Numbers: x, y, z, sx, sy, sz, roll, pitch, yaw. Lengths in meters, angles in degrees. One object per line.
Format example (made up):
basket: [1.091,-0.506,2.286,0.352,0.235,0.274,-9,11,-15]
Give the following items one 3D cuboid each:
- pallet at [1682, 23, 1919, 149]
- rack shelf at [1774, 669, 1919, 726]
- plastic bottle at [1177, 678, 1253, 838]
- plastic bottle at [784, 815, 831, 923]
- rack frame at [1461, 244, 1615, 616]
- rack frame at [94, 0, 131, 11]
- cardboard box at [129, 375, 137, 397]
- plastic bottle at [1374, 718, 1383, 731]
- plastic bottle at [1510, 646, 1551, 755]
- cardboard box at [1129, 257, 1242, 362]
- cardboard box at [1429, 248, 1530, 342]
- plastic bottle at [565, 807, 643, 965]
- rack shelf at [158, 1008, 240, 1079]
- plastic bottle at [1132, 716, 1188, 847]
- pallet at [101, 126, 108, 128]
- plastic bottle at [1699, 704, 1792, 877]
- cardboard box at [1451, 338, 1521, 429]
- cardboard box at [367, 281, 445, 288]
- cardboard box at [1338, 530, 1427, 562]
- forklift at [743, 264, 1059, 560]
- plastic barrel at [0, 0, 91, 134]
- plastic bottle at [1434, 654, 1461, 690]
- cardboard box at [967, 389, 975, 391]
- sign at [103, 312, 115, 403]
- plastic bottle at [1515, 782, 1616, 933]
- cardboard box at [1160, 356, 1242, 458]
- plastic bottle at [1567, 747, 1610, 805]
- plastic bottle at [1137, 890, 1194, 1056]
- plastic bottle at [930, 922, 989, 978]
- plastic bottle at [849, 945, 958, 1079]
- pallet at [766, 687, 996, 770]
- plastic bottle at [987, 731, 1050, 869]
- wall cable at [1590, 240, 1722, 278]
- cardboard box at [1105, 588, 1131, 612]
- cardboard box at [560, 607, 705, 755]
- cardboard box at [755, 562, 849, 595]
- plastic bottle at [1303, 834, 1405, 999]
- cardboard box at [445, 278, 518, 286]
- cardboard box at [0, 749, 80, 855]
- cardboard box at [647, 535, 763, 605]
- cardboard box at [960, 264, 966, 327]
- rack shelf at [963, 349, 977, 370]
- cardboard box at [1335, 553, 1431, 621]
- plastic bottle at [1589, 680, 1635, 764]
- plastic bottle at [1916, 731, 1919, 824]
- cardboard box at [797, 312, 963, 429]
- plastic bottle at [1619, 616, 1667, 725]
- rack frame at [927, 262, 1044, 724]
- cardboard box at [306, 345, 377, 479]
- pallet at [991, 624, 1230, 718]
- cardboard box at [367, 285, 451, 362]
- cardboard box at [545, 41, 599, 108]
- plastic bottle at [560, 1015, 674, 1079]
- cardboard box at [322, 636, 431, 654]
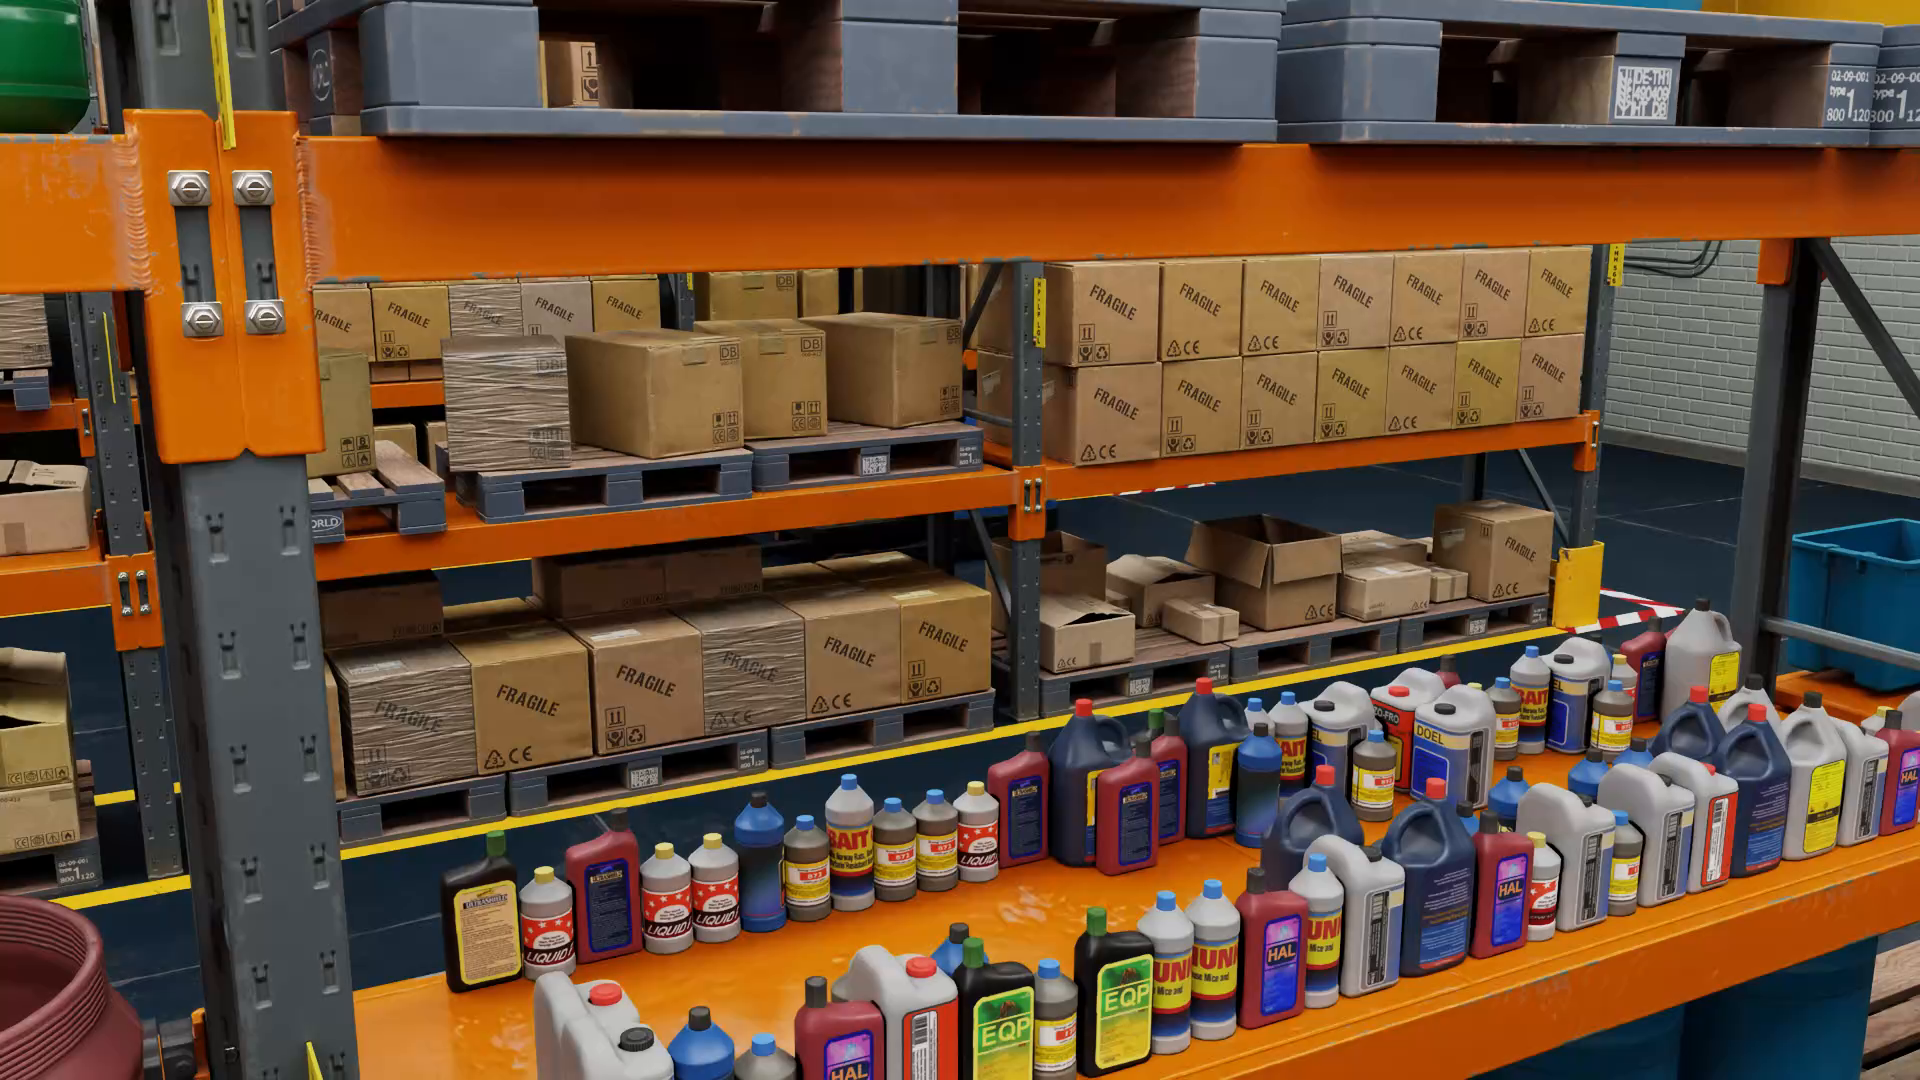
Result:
pallet: [1.842,-0.947,3.585,1.003,0.211,1.213,-7,14,-28]
rack shelf: [4.239,0.463,5.357,4.000,0.370,1.077,-7,14,-28]
plastic bottle: [0.565,0.480,3.755,0.185,0.351,0.144,-7,14,-28]
plastic bottle: [-0.308,0.652,3.332,0.097,0.201,0.097,0,13,0]
rack frame: [3.624,-1.053,10.456,0.127,3.000,1.000,-7,14,-28]
rack frame: [-1.028,-2.183,1.815,0.127,3.000,1.000,-7,14,-28]
cardboard box: [-5.375,-1.043,10.938,0.250,0.149,0.380,-7,14,-29]
plastic bottle: [0.967,0.499,4.011,0.097,0.201,0.097,0,13,0]
plastic bottle: [1.458,0.406,4.265,0.097,0.271,0.097,0,13,0]
cardboard box: [1.114,-1.219,8.687,0.500,0.500,0.500,-7,15,-30]
cardboard box: [2.922,-1.437,9.655,0.500,0.500,0.500,-6,14,-26]
plastic bottle: [-0.675,0.651,3.149,0.133,0.283,0.061,-7,14,-28]
rack shelf: [-2.783,1.305,1.618,4.000,0.370,1.077,-7,14,-28]
plastic bottle: [0.435,0.534,3.672,0.133,0.283,0.061,-7,14,-28]
pallet: [-5.235,-2.615,10.995,1.003,0.211,1.213,-6,14,-25]
plastic bottle: [1.671,0.526,3.552,0.185,0.351,0.144,-7,14,-28]
cardboard box: [2.908,-0.947,9.758,0.500,0.500,0.500,-7,14,-27]
cardboard box: [-3.899,-1.898,11.553,0.500,0.250,0.500,-7,15,-29]
cardboard box: [2.572,0.129,10.465,0.500,0.250,0.500,-7,14,-28]
forklift: [-0.811,-1.310,11.757,3.031,2.935,1.130,-7,14,-28]
plastic barrel: [-1.220,-0.608,2.002,0.294,0.245,0.294,0,13,0]
plastic bottle: [1.177,0.429,4.135,0.133,0.283,0.061,-7,14,-28]
cardboard box: [0.250,-1.214,14.433,0.250,0.149,0.380,-7,14,-28]
sign: [-3.129,-0.670,6.116,0.005,0.325,0.100,-7,14,-28]
plastic bottle: [1.207,0.617,3.318,0.135,0.276,0.152,-7,14,-28]
cardboard box: [1.139,-0.737,8.823,0.500,0.500,0.500,-7,14,-27]
plastic bottle: [1.335,0.573,3.525,0.097,0.271,0.097,0,13,0]
plastic bottle: [0.348,0.729,2.830,0.097,0.271,0.097,0,13,0]
plastic bottle: [-0.001,0.756,2.712,0.097,0.271,0.097,0,13,0]
plastic bottle: [-0.087,0.772,2.629,0.135,0.276,0.152,-7,14,-28]
pallet: [-0.583,0.821,8.480,1.213,0.211,1.003,-7,14,-28]
plastic bottle: [0.126,0.555,3.575,0.133,0.283,0.061,-7,14,-28]
wall cable: [6.383,-3.945,16.717,0.112,2.526,3.097,-7,14,-28]
cardboard box: [0.778,0.378,9.587,0.250,0.149,0.380,-7,14,-28]
cardboard box: [-1.506,0.637,7.639,0.500,0.500,0.500,-7,15,-30]
cardboard box: [-0.891,0.435,8.536,0.500,0.500,0.500,-7,14,-27]
plastic bottle: [0.724,0.675,3.061,0.135,0.276,0.152,-7,14,-28]
cardboard box: [-3.452,-1.952,11.792,0.500,0.250,0.500,-7,14,-27]
cardboard box: [-3.743,1.027,6.518,0.500,0.250,0.500,-6,14,-27]
cardboard box: [-1.306,0.116,8.246,0.500,0.250,0.500,-7,14,-28]
cardboard box: [-0.503,-1.941,13.719,0.700,0.700,0.980,-8,15,-31]
rack shelf: [-0.508,-1.446,13.841,4.000,0.370,1.077,-7,14,-28]
cardboard box: [2.417,0.273,9.827,0.500,0.250,0.500,-7,14,-28]
plastic bottle: [1.649,0.455,4.206,0.097,0.201,0.097,0,13,0]
plastic bottle: [2.203,0.541,3.826,0.097,0.201,0.097,0,13,0]
cardboard box: [-0.410,-0.879,8.500,0.700,0.500,0.500,11,17,41]
plastic bottle: [1.840,0.350,4.488,0.133,0.283,0.061,-7,14,-28]
rack frame: [0.113,-0.632,8.587,0.127,3.000,1.000,-7,14,-28]
cardboard box: [-2.899,-0.553,7.051,0.700,0.500,0.500,11,17,41]
pallet: [0.716,0.656,9.213,1.213,0.211,1.003,-7,14,-28]
cardboard box: [-3.872,-1.533,11.637,0.500,0.500,0.500,-6,14,-26]
cardboard box: [-1.534,-2.218,7.391,0.600,0.600,0.600,-7,15,-30]
plastic bottle: [-0.493,0.821,2.413,0.135,0.276,0.152,-7,14,-28]
cardboard box: [-2.689,0.650,7.581,0.500,0.500,0.500,-6,14,-26]
